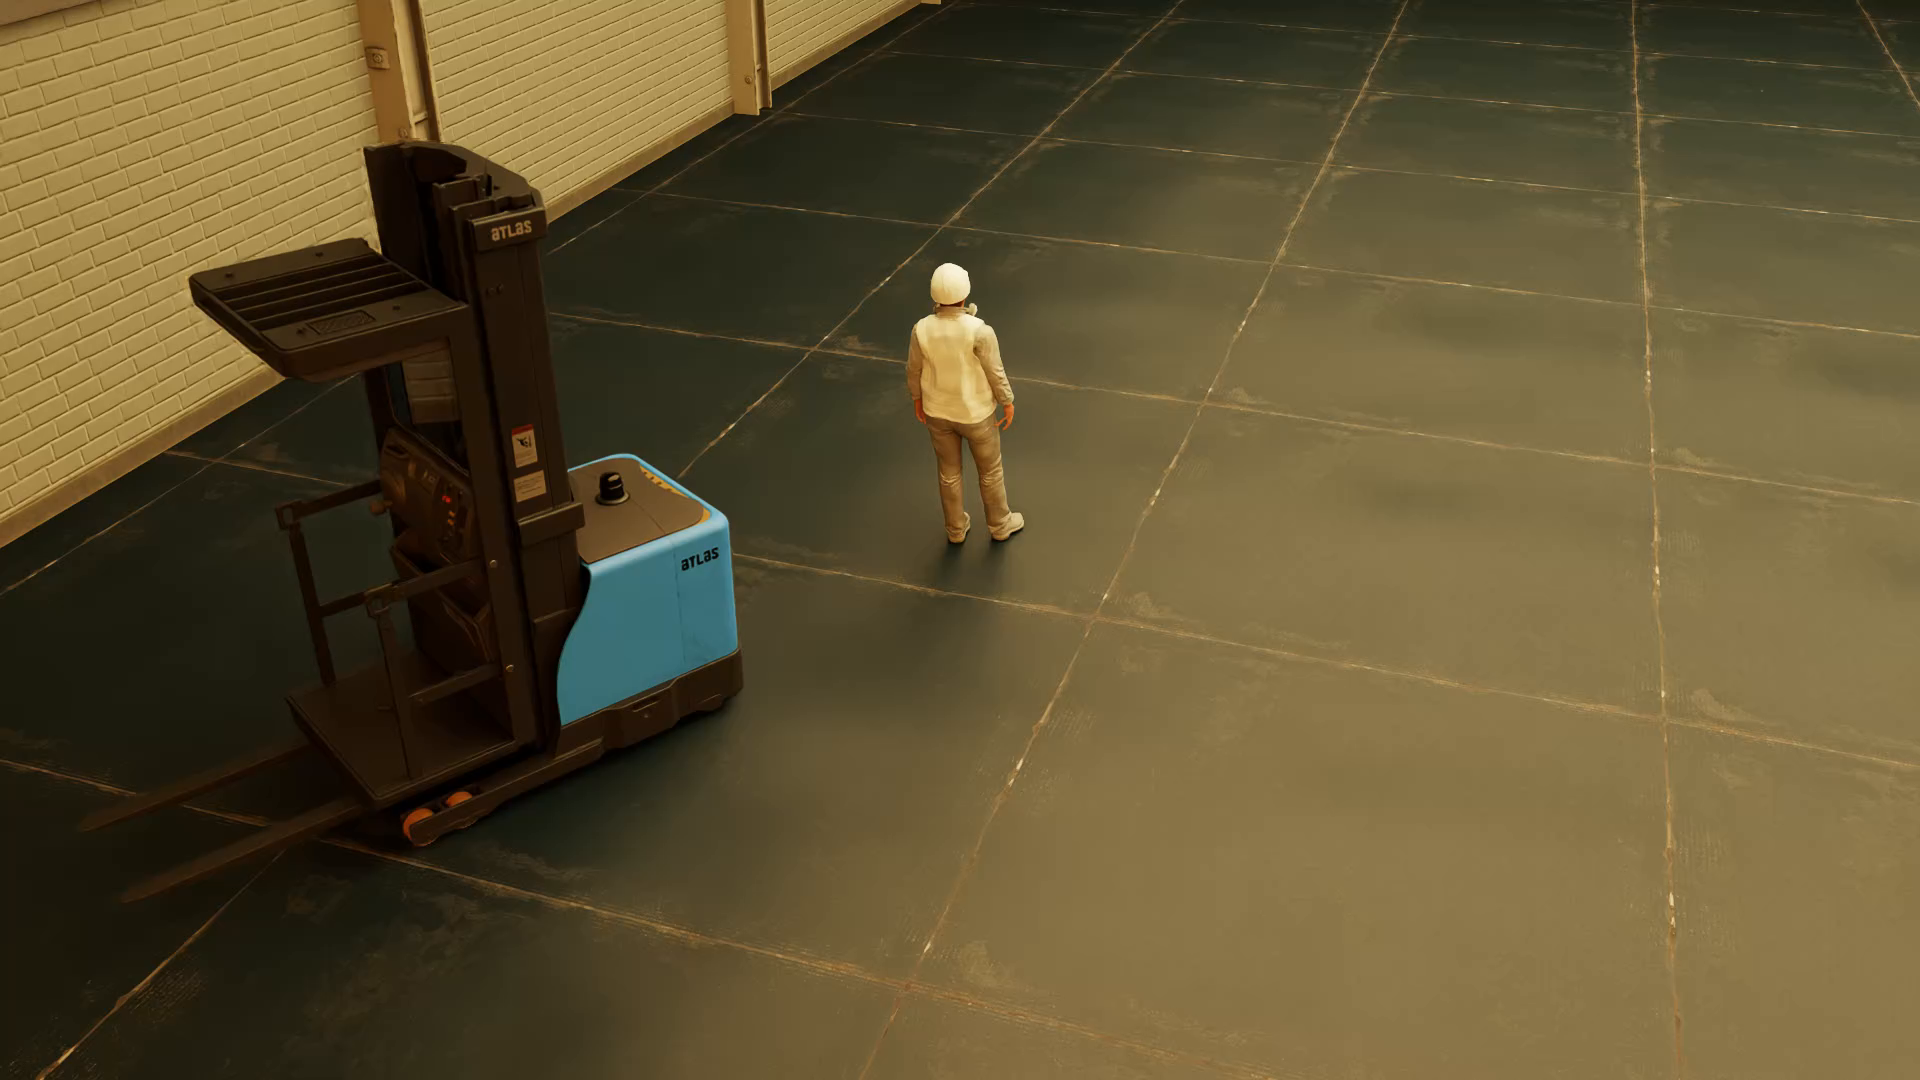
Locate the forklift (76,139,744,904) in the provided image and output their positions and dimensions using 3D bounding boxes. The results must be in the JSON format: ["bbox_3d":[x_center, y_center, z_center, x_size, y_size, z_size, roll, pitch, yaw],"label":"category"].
[{"bbox_3d":[-2.572,-0.165,7.426,3.031,2.935,1.130,-23,37,-34],"label":"forklift"}]

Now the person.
[{"bbox_3d":[0.028,-0.805,9.702,0.632,1.773,0.568,10,31,16],"label":"person"}]
